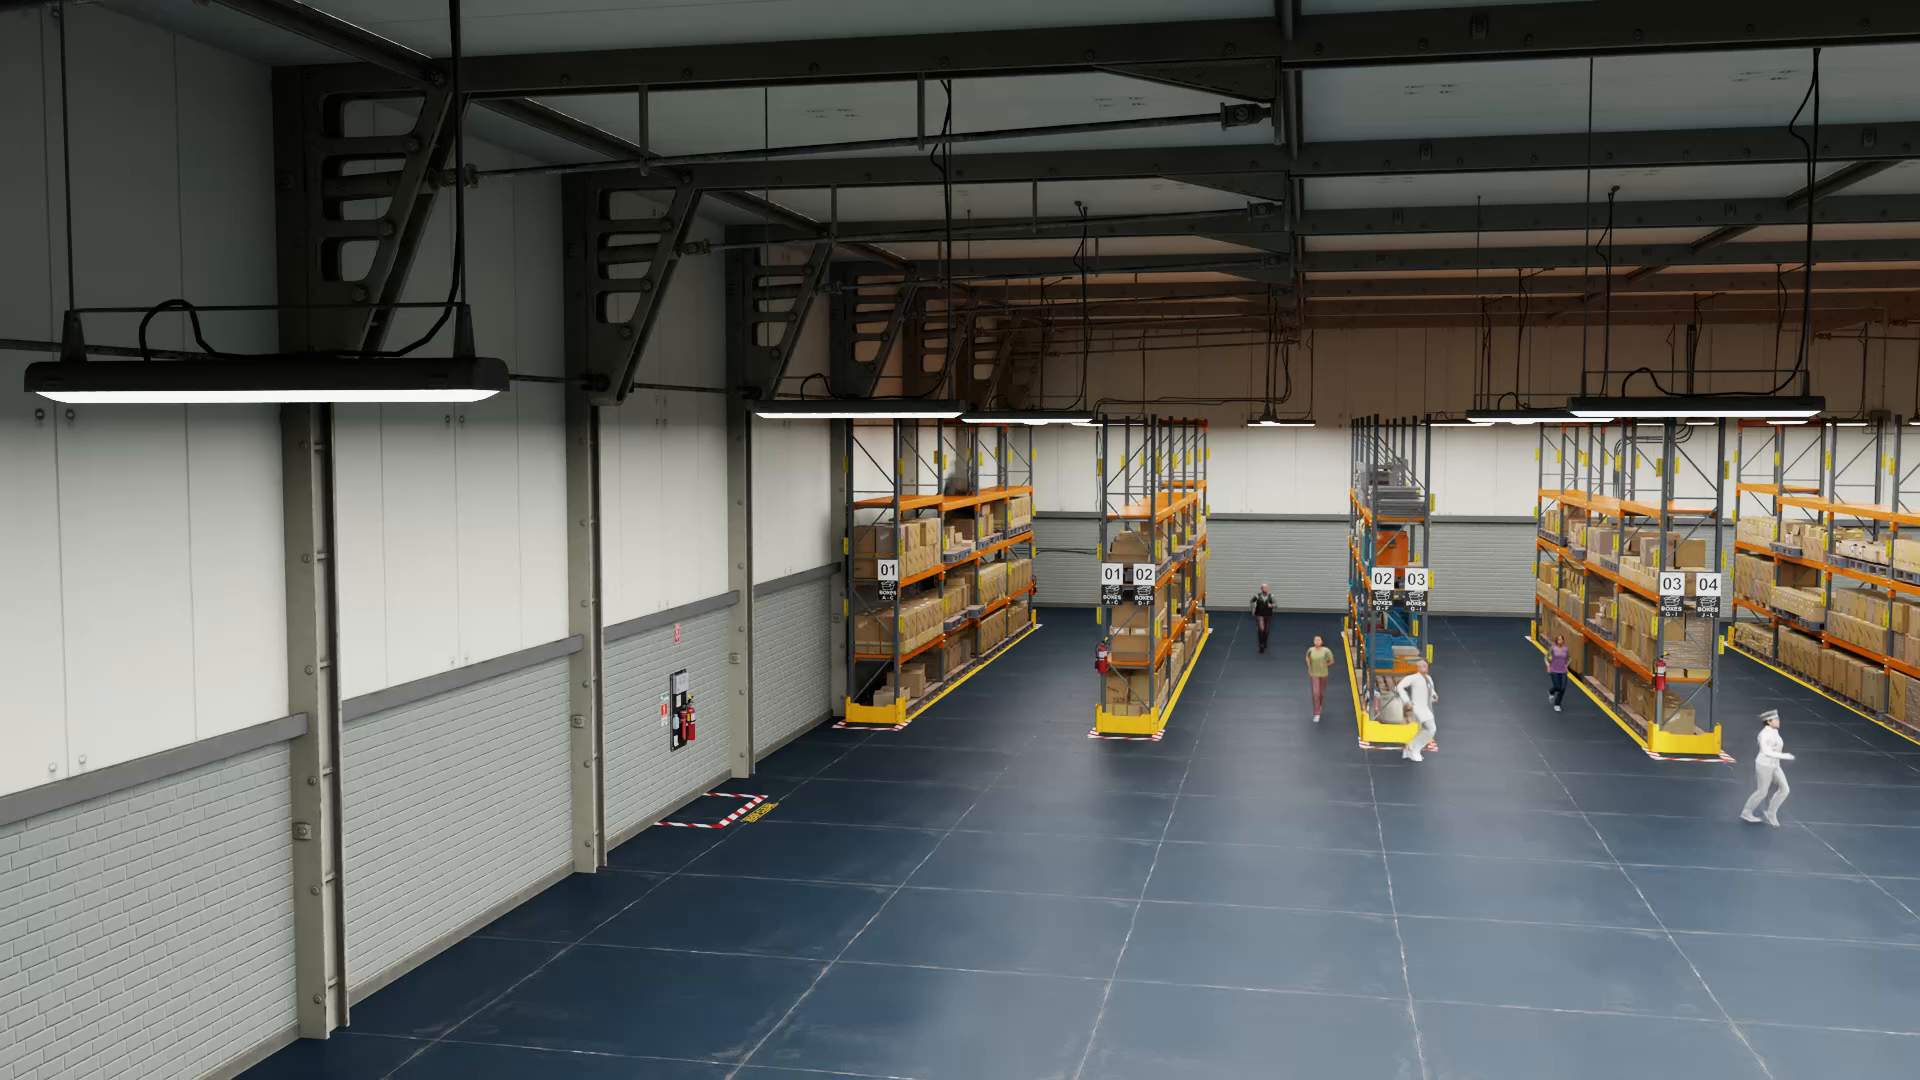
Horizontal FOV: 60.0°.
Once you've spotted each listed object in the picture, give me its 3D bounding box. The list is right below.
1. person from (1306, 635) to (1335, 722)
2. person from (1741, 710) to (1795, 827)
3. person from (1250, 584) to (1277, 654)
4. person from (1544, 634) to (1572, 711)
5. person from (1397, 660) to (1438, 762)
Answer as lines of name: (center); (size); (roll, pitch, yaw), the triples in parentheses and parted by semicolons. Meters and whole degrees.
person: (7.110, 2.701, 32.858); (0.564, 1.680, 0.891); (1, 4, 15)
person: (11.667, 3.297, 23.970); (0.697, 1.743, 0.625); (3, 5, 41)
person: (7.816, 2.008, 42.754); (0.633, 1.769, 0.825); (0, 4, -2)
person: (12.185, 2.698, 33.847); (0.536, 1.555, 0.544); (0, 4, 5)
person: (7.956, 2.940, 28.640); (0.658, 1.736, 0.698); (4, 5, 44)
